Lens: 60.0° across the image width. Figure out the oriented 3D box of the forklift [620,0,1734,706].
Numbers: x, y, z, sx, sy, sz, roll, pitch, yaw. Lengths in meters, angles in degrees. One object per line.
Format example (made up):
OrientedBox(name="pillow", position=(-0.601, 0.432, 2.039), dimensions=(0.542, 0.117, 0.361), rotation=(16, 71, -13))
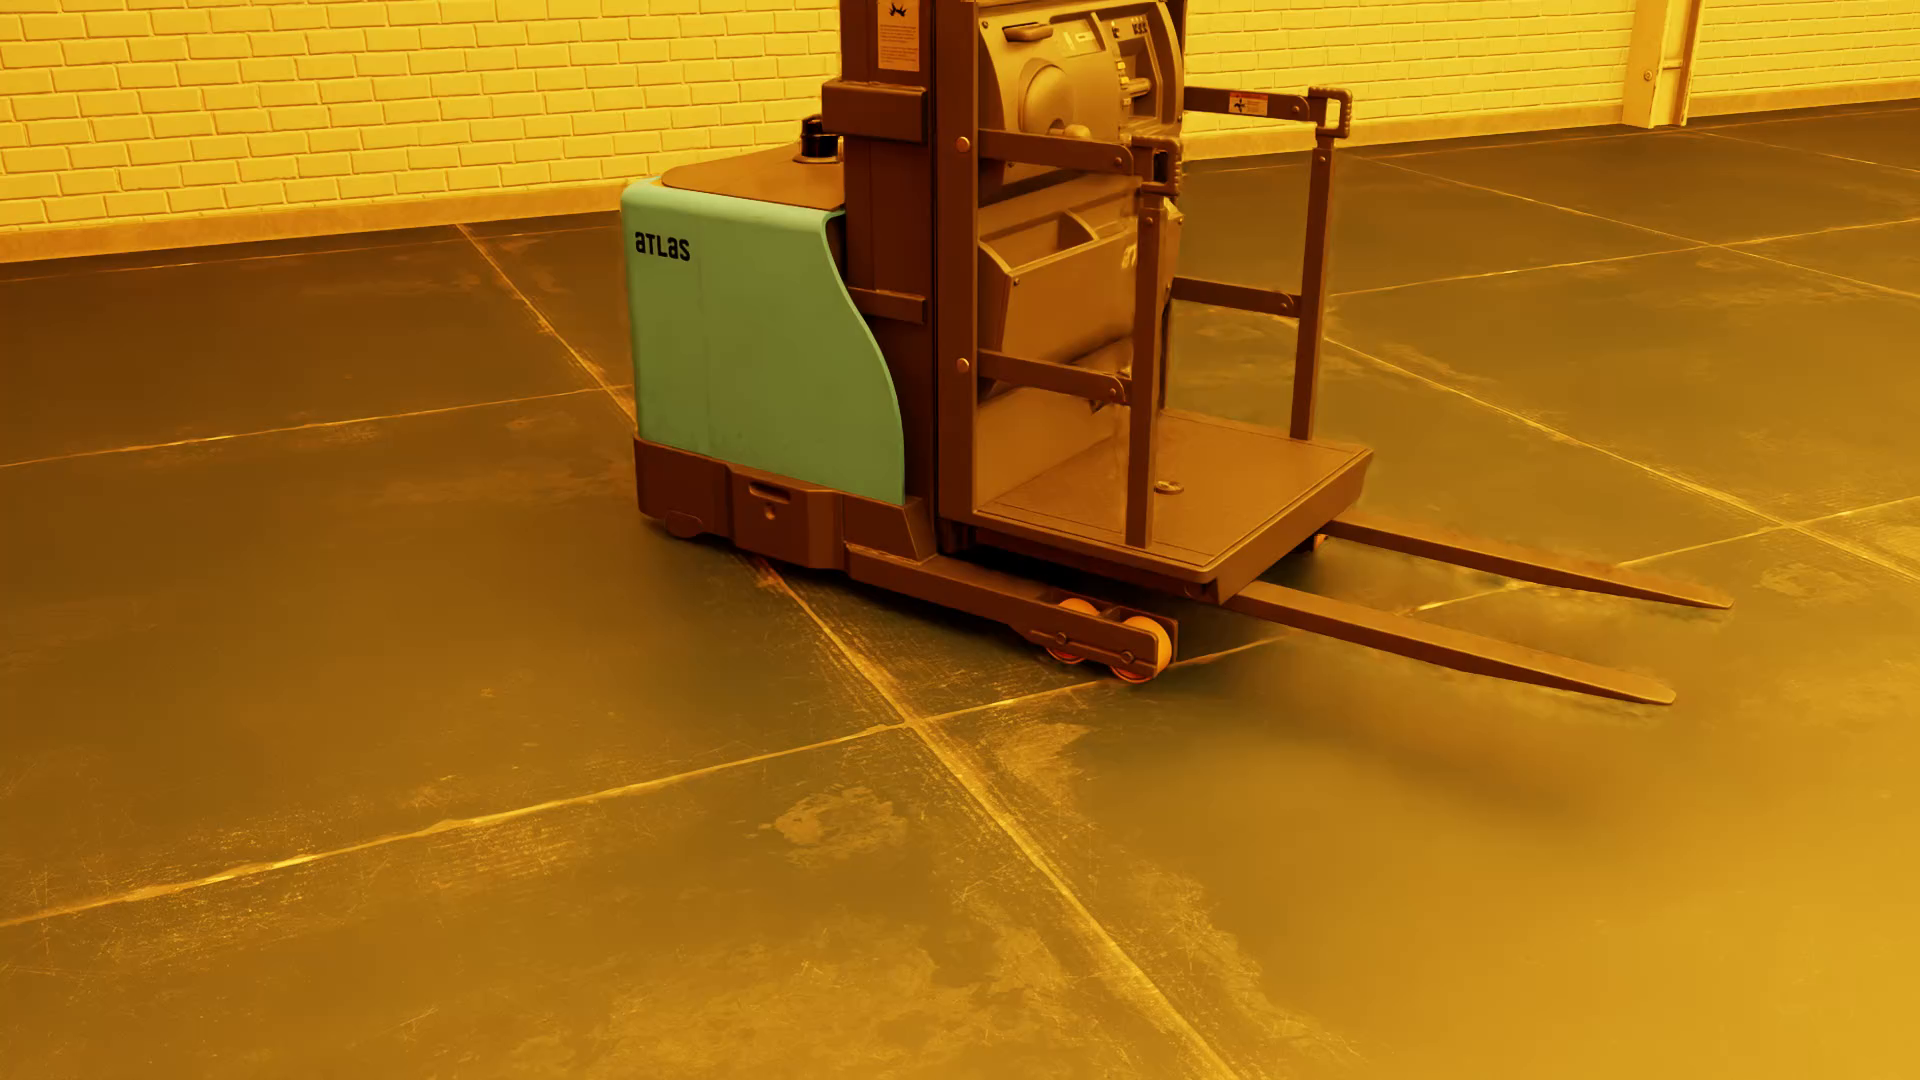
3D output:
OrientedBox(name="forklift", position=(0.504, -1.221, 4.226), dimensions=(3.031, 2.935, 1.130), rotation=(15, 27, 31))
